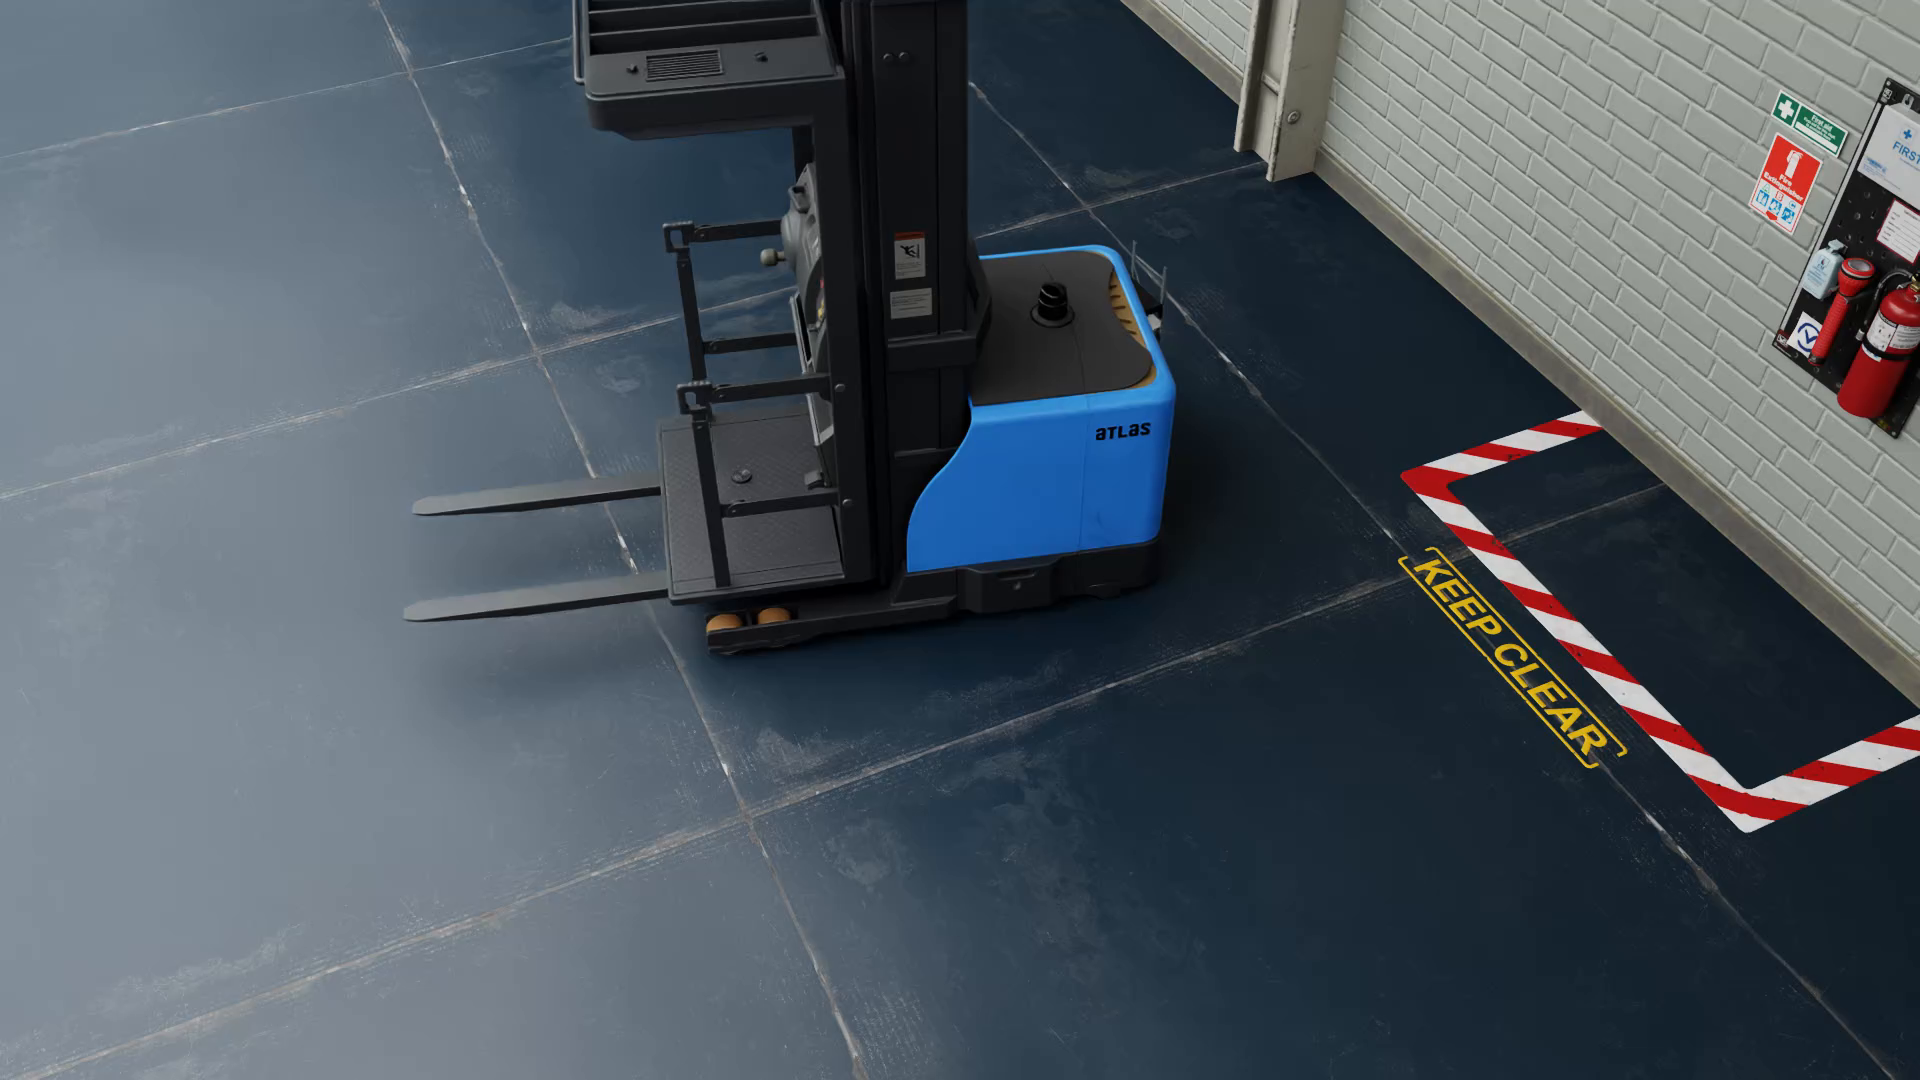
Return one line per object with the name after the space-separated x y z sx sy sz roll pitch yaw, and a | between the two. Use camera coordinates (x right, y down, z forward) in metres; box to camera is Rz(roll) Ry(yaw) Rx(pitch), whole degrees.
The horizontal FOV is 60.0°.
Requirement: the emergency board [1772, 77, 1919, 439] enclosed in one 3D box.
3.278 -0.960 5.956 0.194 1.169 0.643 -18 47 -17 | emergency board

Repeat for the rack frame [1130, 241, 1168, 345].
0.809 -0.893 7.383 0.006 0.900 0.240 -23 49 -22 | rack frame

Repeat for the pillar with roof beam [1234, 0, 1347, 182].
-2.147 -4.061 4.828 9.100 9.000 0.400 -18 47 -17 | pillar with roof beam

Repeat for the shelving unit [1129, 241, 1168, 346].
0.722 -0.856 7.345 0.210 0.900 0.258 -23 49 -22 | shelving unit

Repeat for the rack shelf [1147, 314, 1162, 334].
0.722 -0.960 7.242 0.200 0.077 0.258 -23 49 -22 | rack shelf

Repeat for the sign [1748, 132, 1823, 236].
3.139 -1.355 6.331 0.001 0.329 0.234 -18 47 -17 | sign

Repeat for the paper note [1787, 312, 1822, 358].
3.266 -0.779 6.400 0.016 0.148 0.142 -18 47 -17 | paper note

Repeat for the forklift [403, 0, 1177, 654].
-0.741 -0.991 6.037 3.031 2.935 1.130 -7 45 -7 | forklift

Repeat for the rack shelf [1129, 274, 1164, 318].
0.722 -1.024 7.179 0.200 0.077 0.258 -23 49 -22 | rack shelf

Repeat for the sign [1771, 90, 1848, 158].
3.132 -1.538 6.139 0.001 0.109 0.331 -18 47 -17 | sign

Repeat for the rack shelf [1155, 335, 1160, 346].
0.722 -0.896 7.306 0.200 0.077 0.258 -23 49 -22 | rack shelf
